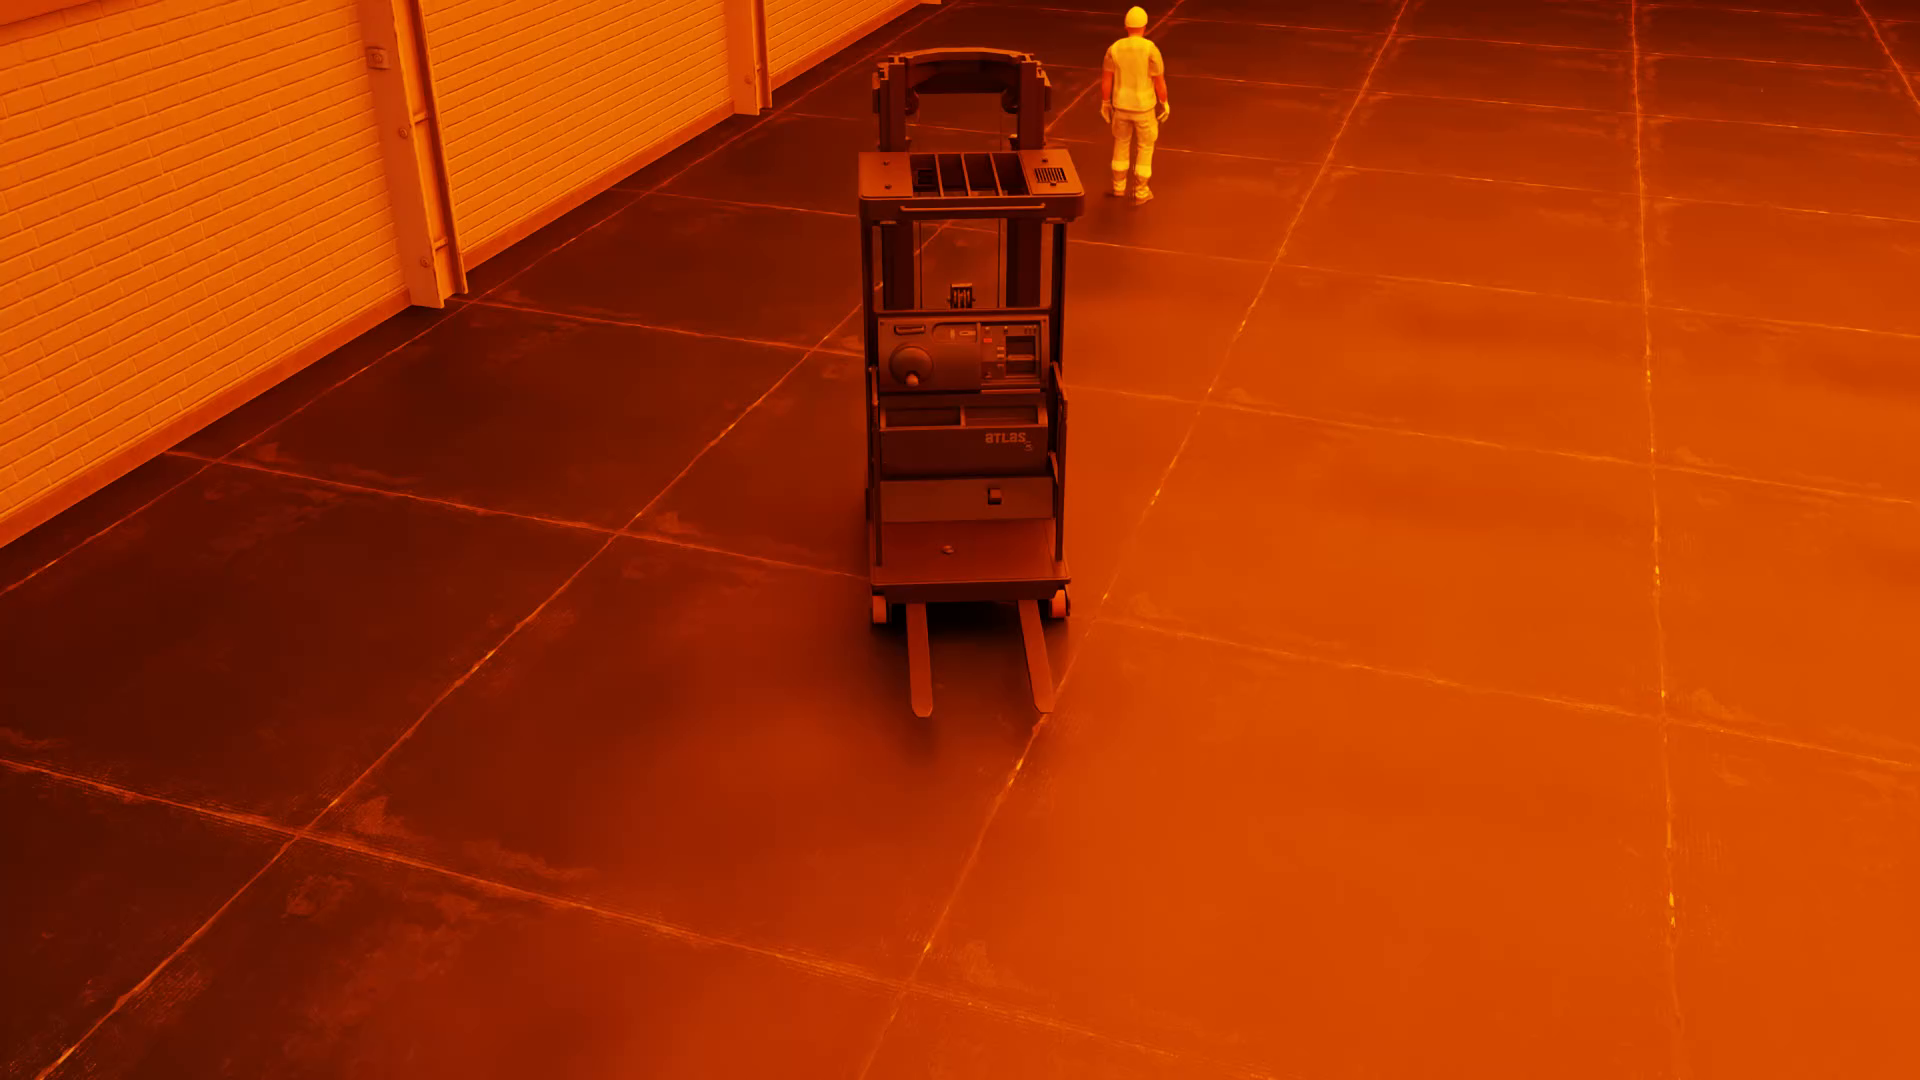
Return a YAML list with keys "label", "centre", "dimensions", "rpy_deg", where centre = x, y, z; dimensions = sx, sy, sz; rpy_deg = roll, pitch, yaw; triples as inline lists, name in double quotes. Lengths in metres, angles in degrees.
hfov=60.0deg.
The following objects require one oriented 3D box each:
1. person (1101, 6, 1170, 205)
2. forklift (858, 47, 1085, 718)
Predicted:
- label: "person"
  centre: [1.640, -4.014, 15.367]
  dimensions: [0.631, 1.811, 0.500]
  rpy_deg: [12, 32, 21]
- label: "forklift"
  centre: [0.035, -0.972, 8.842]
  dimensions: [1.130, 2.935, 3.031]
  rpy_deg: [-2, 30, -3]
